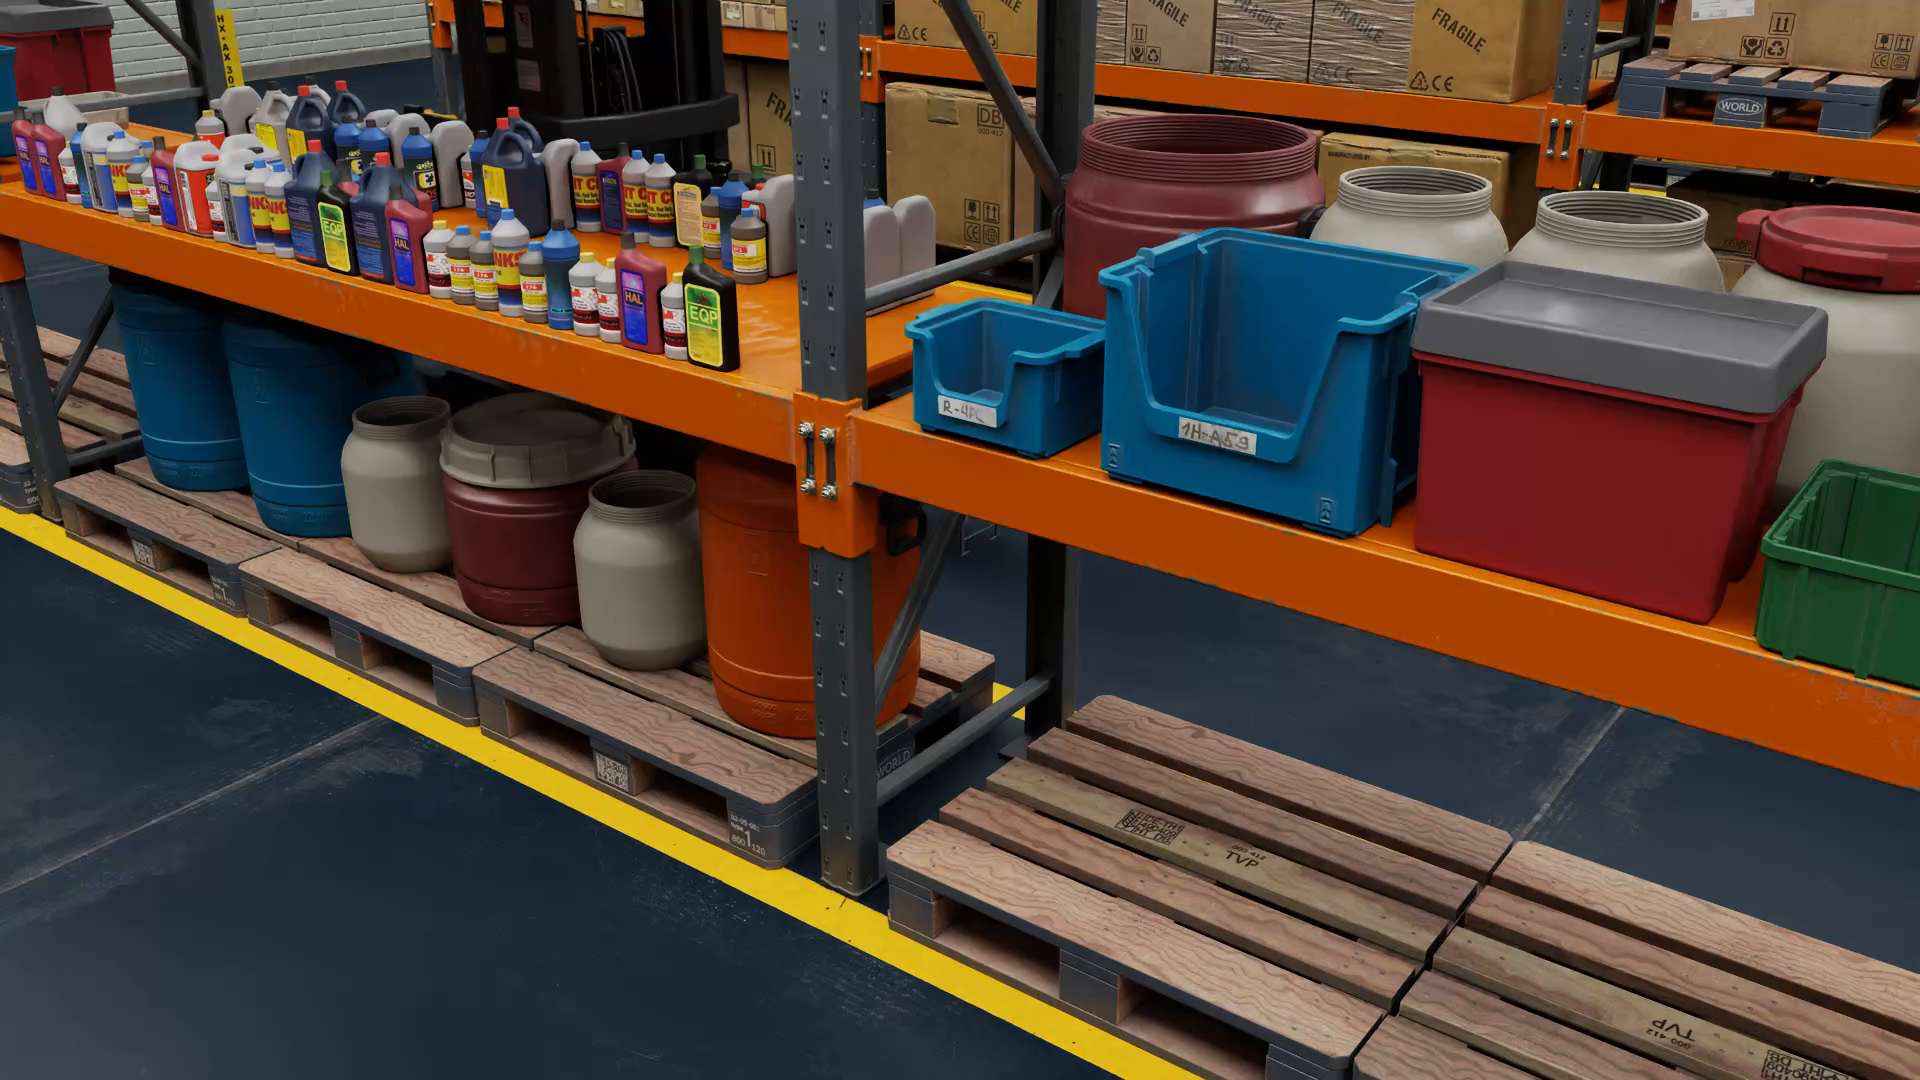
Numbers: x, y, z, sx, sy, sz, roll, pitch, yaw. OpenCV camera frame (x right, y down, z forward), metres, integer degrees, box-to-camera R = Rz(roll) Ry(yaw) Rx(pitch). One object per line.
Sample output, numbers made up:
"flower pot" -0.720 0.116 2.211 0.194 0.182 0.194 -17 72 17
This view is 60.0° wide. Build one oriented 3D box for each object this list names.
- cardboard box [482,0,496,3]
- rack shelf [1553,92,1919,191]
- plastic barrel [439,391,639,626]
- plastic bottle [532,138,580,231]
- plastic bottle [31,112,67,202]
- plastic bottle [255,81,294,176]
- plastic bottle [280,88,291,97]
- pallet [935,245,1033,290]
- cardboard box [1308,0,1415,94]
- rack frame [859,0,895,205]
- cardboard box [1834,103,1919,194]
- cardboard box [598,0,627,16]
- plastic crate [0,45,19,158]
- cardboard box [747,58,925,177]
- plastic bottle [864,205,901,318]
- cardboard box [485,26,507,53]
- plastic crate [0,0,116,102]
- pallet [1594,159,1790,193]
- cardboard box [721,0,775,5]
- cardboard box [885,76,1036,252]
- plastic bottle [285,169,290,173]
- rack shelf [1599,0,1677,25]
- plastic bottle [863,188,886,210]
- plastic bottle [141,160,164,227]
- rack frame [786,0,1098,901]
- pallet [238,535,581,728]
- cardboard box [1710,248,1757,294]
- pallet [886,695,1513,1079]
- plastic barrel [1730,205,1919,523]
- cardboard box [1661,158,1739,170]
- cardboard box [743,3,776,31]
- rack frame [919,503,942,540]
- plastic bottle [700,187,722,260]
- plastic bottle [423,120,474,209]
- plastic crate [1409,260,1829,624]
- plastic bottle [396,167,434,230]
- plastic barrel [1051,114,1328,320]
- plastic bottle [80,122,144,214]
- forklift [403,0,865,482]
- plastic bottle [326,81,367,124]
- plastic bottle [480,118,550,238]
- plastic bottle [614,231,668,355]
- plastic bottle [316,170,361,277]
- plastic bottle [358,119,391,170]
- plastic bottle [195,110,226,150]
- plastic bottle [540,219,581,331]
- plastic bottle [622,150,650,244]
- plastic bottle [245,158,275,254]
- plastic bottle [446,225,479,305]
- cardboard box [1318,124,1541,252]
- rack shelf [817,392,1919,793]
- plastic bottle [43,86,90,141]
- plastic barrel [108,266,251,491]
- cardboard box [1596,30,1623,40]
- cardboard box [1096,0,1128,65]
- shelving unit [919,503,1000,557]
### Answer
"cardboard box" -3.146 -3.803 11.473 0.250 0.149 0.380 16 29 33
"rack shelf" 4.563 -1.425 6.655 4.000 0.370 1.077 17 29 33
"plastic barrel" -1.313 -0.114 5.258 0.708 0.588 0.600 17 29 33
"plastic bottle" -1.270 -1.127 5.241 0.135 0.276 0.152 17 29 33
"plastic bottle" -3.064 -1.295 5.613 0.133 0.283 0.061 17 29 33
"plastic bottle" -2.363 -1.421 5.816 0.185 0.351 0.144 17 29 33
"plastic bottle" -2.487 -1.521 6.127 0.133 0.283 0.061 17 29 33
"pallet" 0.425 -1.766 9.997 1.213 0.211 1.003 17 29 33
"cardboard box" 2.024 -2.445 7.955 0.500 0.500 0.500 17 29 33
"rack frame" -0.238 -3.205 9.803 0.127 3.000 1.000 17 29 33
"cardboard box" 6.452 -2.800 11.153 0.750 0.750 1.050 16 29 33
"cardboard box" -2.121 -3.493 10.770 0.250 0.149 0.380 16 28 32
"plastic crate" -3.787 -1.630 6.174 0.575 0.384 0.392 17 29 33
"cardboard box" -0.718 -2.610 10.568 0.875 0.875 0.875 17 29 33
"plastic bottle" -0.251 -0.743 4.369 0.135 0.276 0.152 17 29 33
"cardboard box" -2.879 -3.263 12.050 0.875 0.875 0.875 17 29 33
"plastic crate" -3.773 -1.960 6.825 0.583 0.464 0.402 17 29 33
"pallet" 5.394 -2.727 12.177 1.213 0.211 1.003 17 29 33
"cardboard box" -1.164 -3.419 10.106 0.500 0.250 0.500 18 29 35
"cardboard box" 0.286 -2.276 9.810 0.875 0.875 1.225 17 29 33
"plastic bottle" -2.080 -1.046 5.150 0.097 0.201 0.097 0 24 0
"rack shelf" 4.418 -3.968 12.427 4.000 0.370 1.077 17 29 33
"plastic bottle" -0.236 -0.826 4.565 0.097 0.271 0.097 0 24 0
"plastic bottle" -2.542 -1.109 5.292 0.097 0.201 0.097 0 24 0
"rack frame" -0.008 -0.639 3.981 0.127 3.000 1.000 17 29 33
"pallet" -1.636 0.164 5.615 1.213 0.211 1.003 17 29 33
"cardboard box" 3.511 -1.139 7.670 0.500 0.500 0.700 15 28 31
"pallet" 0.589 0.836 4.090 1.213 0.211 1.003 17 29 33
"plastic barrel" 1.626 -0.319 3.084 0.433 0.535 0.433 0 24 0
"cardboard box" 5.335 -2.936 11.774 0.500 0.500 0.500 17 29 33
"cardboard box" -1.090 -3.182 10.064 0.250 0.149 0.380 16 29 32
"rack frame" -0.088 -0.438 6.129 0.006 0.900 0.240 17 29 33
"plastic bottle" -0.713 -0.938 4.906 0.097 0.201 0.097 0 24 0
"plastic bottle" -1.710 -1.260 5.543 0.135 0.276 0.152 17 29 33
"plastic crate" 1.102 -0.179 2.857 0.583 0.464 0.402 17 29 33
"plastic bottle" -1.563 -0.914 4.749 0.133 0.283 0.061 17 29 33
"plastic barrel" 0.545 -0.687 3.921 0.708 0.536 0.600 17 29 33
"plastic bottle" -2.774 -1.227 5.468 0.135 0.276 0.152 17 29 33
"forklift" -1.797 -2.021 7.201 3.031 2.935 1.130 20 30 37
"plastic bottle" -2.129 -1.423 5.820 0.185 0.351 0.144 17 29 33
"plastic bottle" -1.379 -1.119 5.132 0.185 0.351 0.144 17 29 33
"plastic bottle" -0.772 -0.602 4.041 0.133 0.283 0.061 17 29 33
"plastic bottle" -1.757 -0.900 4.716 0.133 0.283 0.061 17 29 33
"plastic bottle" -1.956 -1.269 5.570 0.097 0.271 0.097 0 24 0
"plastic bottle" -2.759 -1.480 6.135 0.097 0.201 0.097 0 24 0
"plastic bottle" -1.009 -0.677 4.227 0.097 0.271 0.097 0 24 0
"plastic bottle" -0.976 -1.050 5.072 0.097 0.271 0.097 0 24 0
"plastic bottle" -2.064 -0.996 4.950 0.097 0.271 0.097 0 24 0
"plastic bottle" -1.321 -0.740 4.455 0.097 0.201 0.097 0 24 0
"cardboard box" 2.423 -1.631 8.346 0.875 0.875 1.225 15 28 31
"rack shelf" 1.593 0.173 3.028 4.000 0.370 1.077 17 29 33
"plastic bottle" -3.089 -1.385 5.734 0.185 0.351 0.144 17 29 33
"plastic barrel" -2.783 -0.702 6.204 0.708 0.901 0.600 17 29 33
"cardboard box" 4.818 -3.696 12.568 0.500 0.250 0.500 17 29 34
"cardboard box" 0.783 -2.816 8.797 0.500 0.500 0.500 16 28 32
"shelving unit" -0.006 -0.414 6.073 0.210 0.900 0.258 17 29 33
